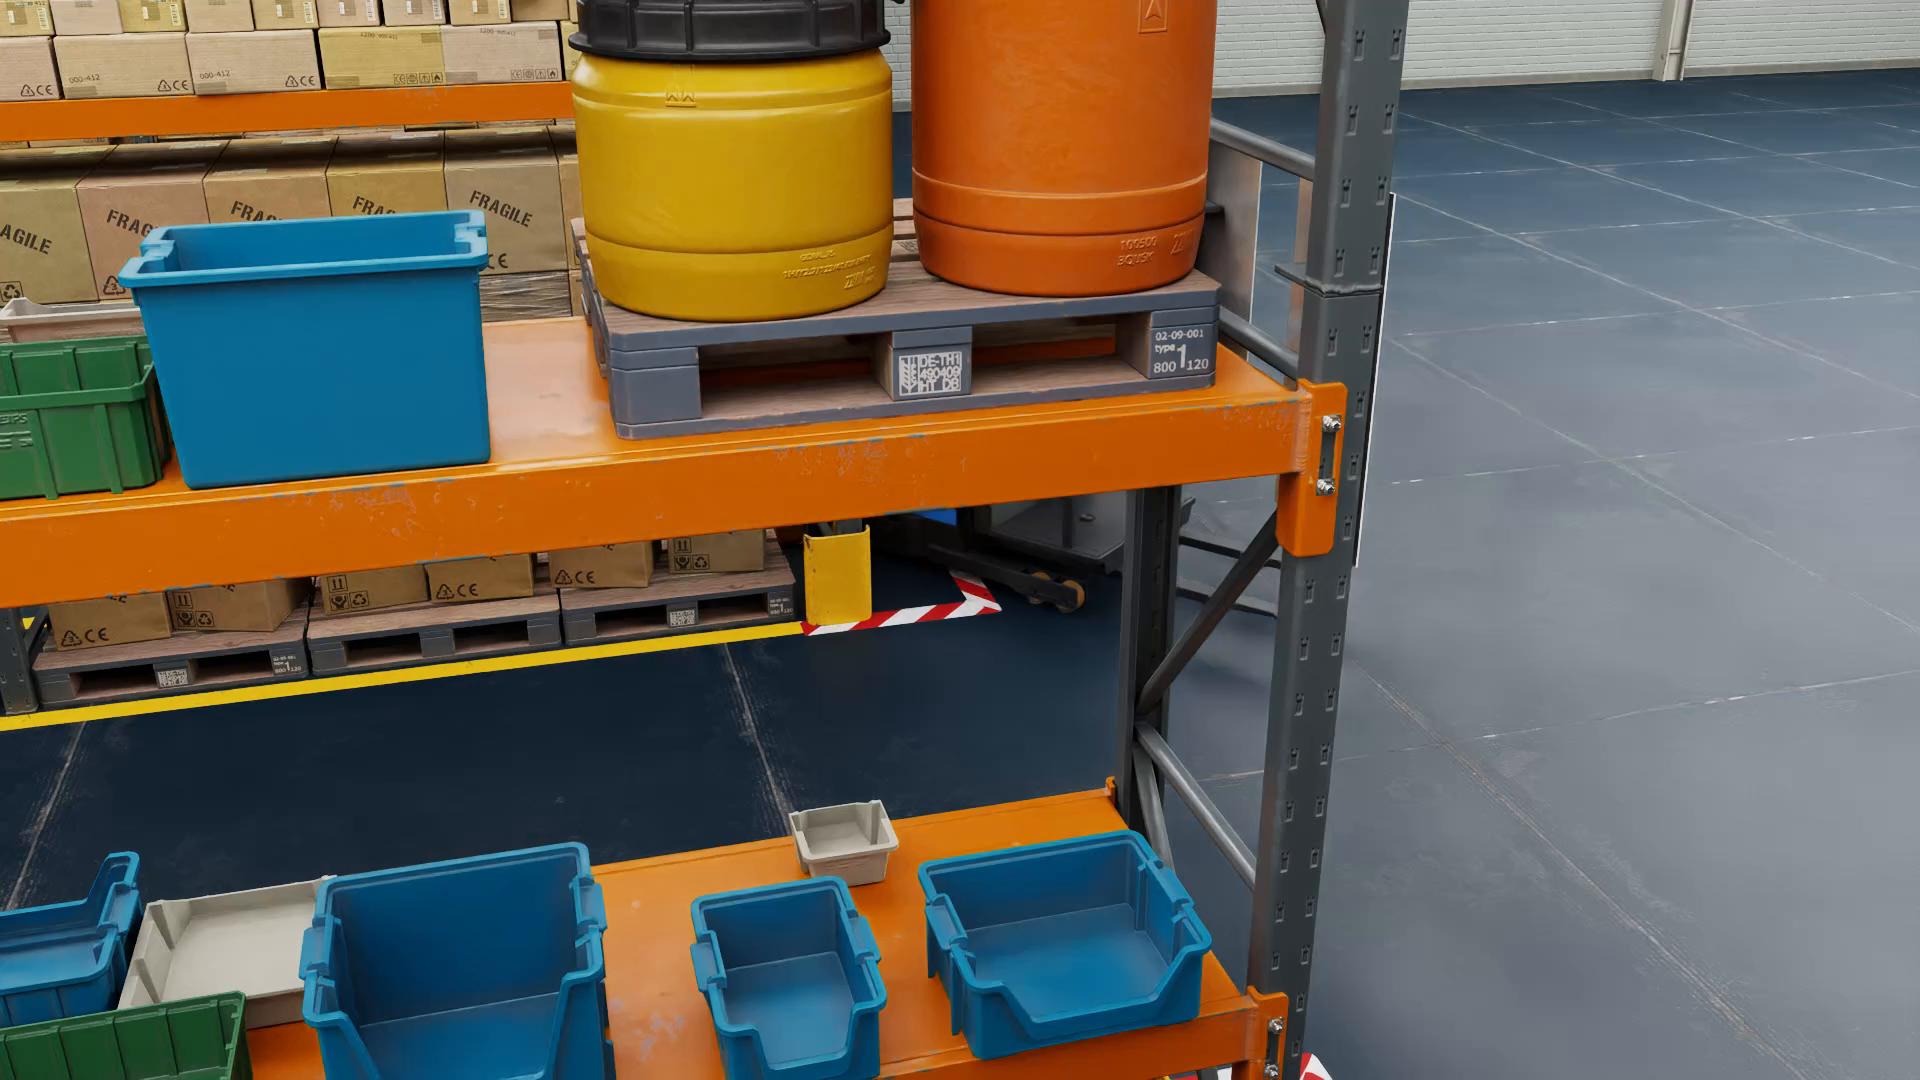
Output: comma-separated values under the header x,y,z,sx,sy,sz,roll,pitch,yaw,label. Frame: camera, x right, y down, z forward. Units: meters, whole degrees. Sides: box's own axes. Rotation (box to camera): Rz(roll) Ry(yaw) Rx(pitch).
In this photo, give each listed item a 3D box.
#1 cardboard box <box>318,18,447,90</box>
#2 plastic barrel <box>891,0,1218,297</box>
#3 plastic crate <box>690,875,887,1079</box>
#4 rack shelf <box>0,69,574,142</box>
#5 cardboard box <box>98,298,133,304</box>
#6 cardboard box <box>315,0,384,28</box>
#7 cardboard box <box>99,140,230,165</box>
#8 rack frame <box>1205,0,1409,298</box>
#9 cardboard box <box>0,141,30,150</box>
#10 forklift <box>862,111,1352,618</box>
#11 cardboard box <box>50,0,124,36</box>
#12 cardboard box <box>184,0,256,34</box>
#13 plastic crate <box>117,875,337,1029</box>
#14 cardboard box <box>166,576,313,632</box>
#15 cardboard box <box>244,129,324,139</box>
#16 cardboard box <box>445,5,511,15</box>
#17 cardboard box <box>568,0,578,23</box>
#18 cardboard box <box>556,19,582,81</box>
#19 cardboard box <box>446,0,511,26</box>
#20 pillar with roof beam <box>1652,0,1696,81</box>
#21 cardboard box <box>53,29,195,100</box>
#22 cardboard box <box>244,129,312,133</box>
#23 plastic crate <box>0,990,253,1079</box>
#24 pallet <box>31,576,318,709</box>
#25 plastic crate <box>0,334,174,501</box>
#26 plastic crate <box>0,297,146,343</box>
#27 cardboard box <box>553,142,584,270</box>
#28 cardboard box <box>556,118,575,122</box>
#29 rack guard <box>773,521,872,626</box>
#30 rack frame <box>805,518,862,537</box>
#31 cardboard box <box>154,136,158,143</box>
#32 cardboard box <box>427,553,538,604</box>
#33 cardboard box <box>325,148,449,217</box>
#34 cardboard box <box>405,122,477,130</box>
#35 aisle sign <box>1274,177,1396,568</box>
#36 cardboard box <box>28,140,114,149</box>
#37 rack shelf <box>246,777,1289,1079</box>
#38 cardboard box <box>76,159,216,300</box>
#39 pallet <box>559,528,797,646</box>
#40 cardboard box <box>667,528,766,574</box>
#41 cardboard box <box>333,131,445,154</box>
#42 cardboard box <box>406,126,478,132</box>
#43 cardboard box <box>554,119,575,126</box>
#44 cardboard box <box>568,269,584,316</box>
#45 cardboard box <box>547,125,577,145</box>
x,y,z,sx,sy,sz,roll,pitch,yaw,label
-2.557,-2.170,7.389,0.500,0.250,0.500,-7,24,-15,cardboard box
0.201,-0.958,3.297,0.708,0.830,0.600,-6,24,-14,plastic barrel
-0.393,1.013,3.773,0.408,0.251,0.499,-6,24,-14,plastic crate
-2.628,-2.004,7.725,4.000,0.370,1.077,-6,24,-14,rack shelf
-3.613,-0.990,7.750,0.500,0.500,0.875,-6,24,-14,cardboard box
-2.674,-2.347,7.297,0.250,0.149,0.380,-6,24,-13,cardboard box
-3.714,-1.592,7.883,0.500,0.500,0.500,-6,24,-14,cardboard box
0.635,-2.046,3.106,0.127,3.000,1.000,-6,24,-14,rack frame
-6.768,-3.032,11.617,0.500,0.500,0.700,-7,24,-15,cardboard box
0.641,-1.200,8.829,3.031,2.935,1.130,16,28,32,forklift
-3.652,-2.229,7.021,0.250,0.149,0.380,-6,24,-14,cardboard box
-3.149,-2.266,7.108,0.250,0.149,0.380,-7,24,-15,cardboard box
-1.721,0.989,3.975,0.437,0.136,0.530,-6,24,-14,plastic crate
-3.609,0.121,8.301,0.500,0.500,0.500,1,23,3,cardboard box
-4.921,-2.817,12.321,0.550,0.550,0.875,-6,24,-14,cardboard box
-2.209,-2.417,7.965,0.500,0.250,0.500,-6,24,-15,cardboard box
-1.637,-2.424,7.476,0.250,0.149,0.380,-6,24,-14,cardboard box
-1.578,-2.277,7.638,0.500,0.250,0.500,-6,24,-14,cardboard box
-2.141,-2.378,7.369,0.250,0.149,0.380,-8,24,-17,cardboard box
12.856,-10.124,21.931,0.400,9.000,9.100,-6,24,-14,pillar with roof beam
-3.544,-2.062,7.137,0.500,0.250,0.500,-7,24,-15,cardboard box
-4.934,-3.331,12.150,0.550,0.550,0.875,-6,24,-14,cardboard box
-1.833,1.197,3.425,0.662,0.188,0.450,-6,24,-14,plastic crate
-3.917,0.453,8.426,1.213,0.211,1.003,-6,24,-14,pallet
-1.624,-0.209,2.897,0.450,0.188,0.336,-6,24,-14,plastic crate
-1.780,-0.445,3.512,0.396,0.136,0.243,-6,24,-14,plastic crate
-1.645,-1.604,7.911,0.500,0.500,0.500,-6,24,-14,cardboard box
-2.818,-3.510,12.566,0.550,0.550,0.875,-6,24,-14,cardboard box
-0.776,-0.012,9.145,0.348,0.500,1.175,-6,24,-14,rack guard
-0.703,-1.169,8.671,0.127,3.000,1.000,-6,24,-14,rack frame
-9.824,-5.352,20.898,0.625,0.625,0.875,-7,24,-15,cardboard box
-2.483,-0.017,8.624,0.500,0.500,0.500,-4,24,-9,cardboard box
-2.611,-1.501,7.672,0.500,0.500,0.500,-6,24,-14,cardboard box
-3.869,-3.396,12.301,0.500,0.550,0.875,-6,24,-14,cardboard box
0.785,-0.378,3.531,0.004,0.787,0.394,-6,24,-14,aisle sign
-6.227,-2.526,11.706,0.500,0.500,0.500,-6,24,-15,cardboard box
-1.291,1.255,3.934,4.000,0.370,1.077,-6,24,-14,rack shelf
-3.571,-1.391,7.415,0.500,0.500,0.500,-6,24,-14,cardboard box
-1.568,0.193,9.032,1.213,0.211,1.003,-6,24,-14,pallet
-1.309,-0.153,8.941,0.500,0.500,0.500,-2,23,-5,cardboard box
-2.750,-1.696,8.127,0.500,0.500,0.500,-6,24,-14,cardboard box
-3.886,-2.924,12.571,0.500,0.550,0.875,-6,24,-14,cardboard box
-2.814,-3.008,12.767,0.550,0.550,0.875,-6,24,-14,cardboard box
-1.689,-1.205,8.250,0.500,0.500,0.875,-6,24,-14,cardboard box
-1.789,-1.806,8.382,0.500,0.500,0.500,-6,24,-14,cardboard box
